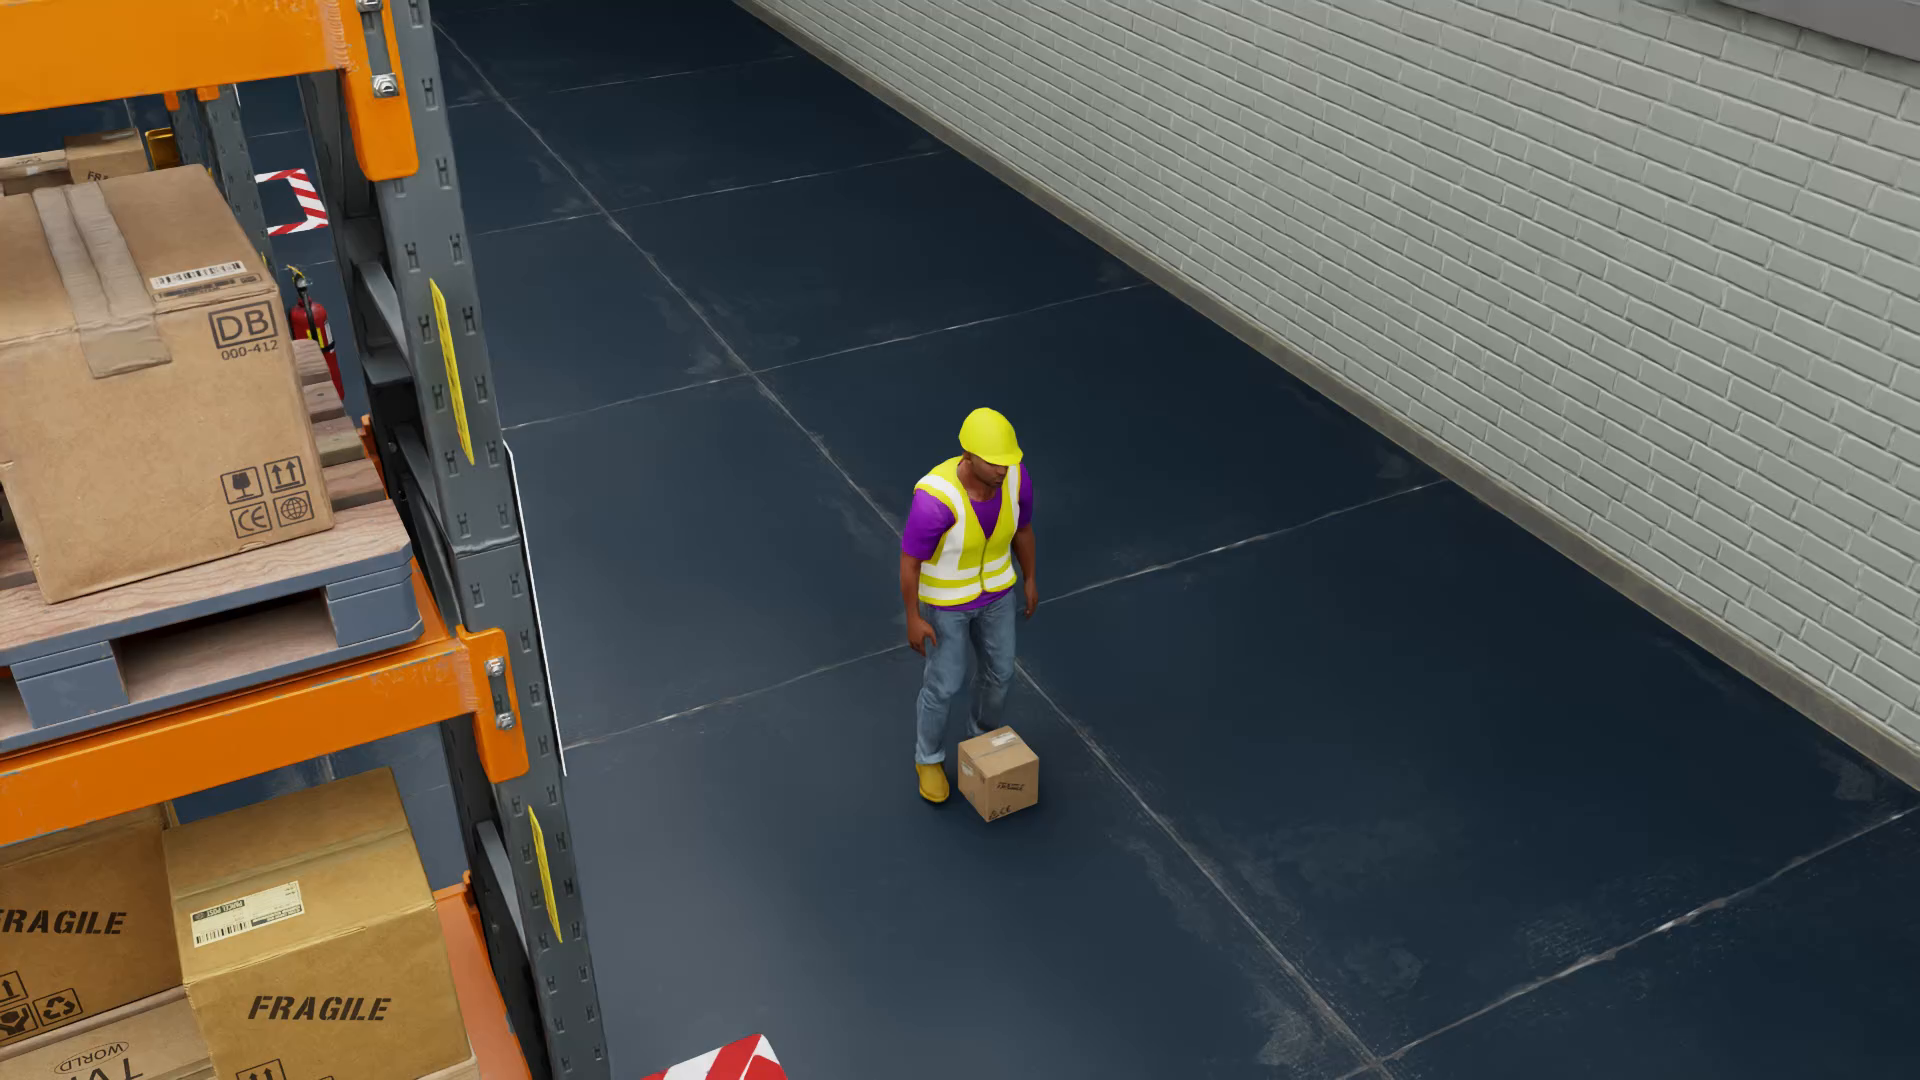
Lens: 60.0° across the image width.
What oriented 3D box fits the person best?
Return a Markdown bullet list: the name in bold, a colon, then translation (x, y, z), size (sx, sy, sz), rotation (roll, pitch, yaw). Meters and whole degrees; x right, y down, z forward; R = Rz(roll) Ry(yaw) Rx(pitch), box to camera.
- **person**: translation (0.052, 0.237, 6.756), size (0.633, 1.759, 0.462), rotation (-18, 37, -26)
